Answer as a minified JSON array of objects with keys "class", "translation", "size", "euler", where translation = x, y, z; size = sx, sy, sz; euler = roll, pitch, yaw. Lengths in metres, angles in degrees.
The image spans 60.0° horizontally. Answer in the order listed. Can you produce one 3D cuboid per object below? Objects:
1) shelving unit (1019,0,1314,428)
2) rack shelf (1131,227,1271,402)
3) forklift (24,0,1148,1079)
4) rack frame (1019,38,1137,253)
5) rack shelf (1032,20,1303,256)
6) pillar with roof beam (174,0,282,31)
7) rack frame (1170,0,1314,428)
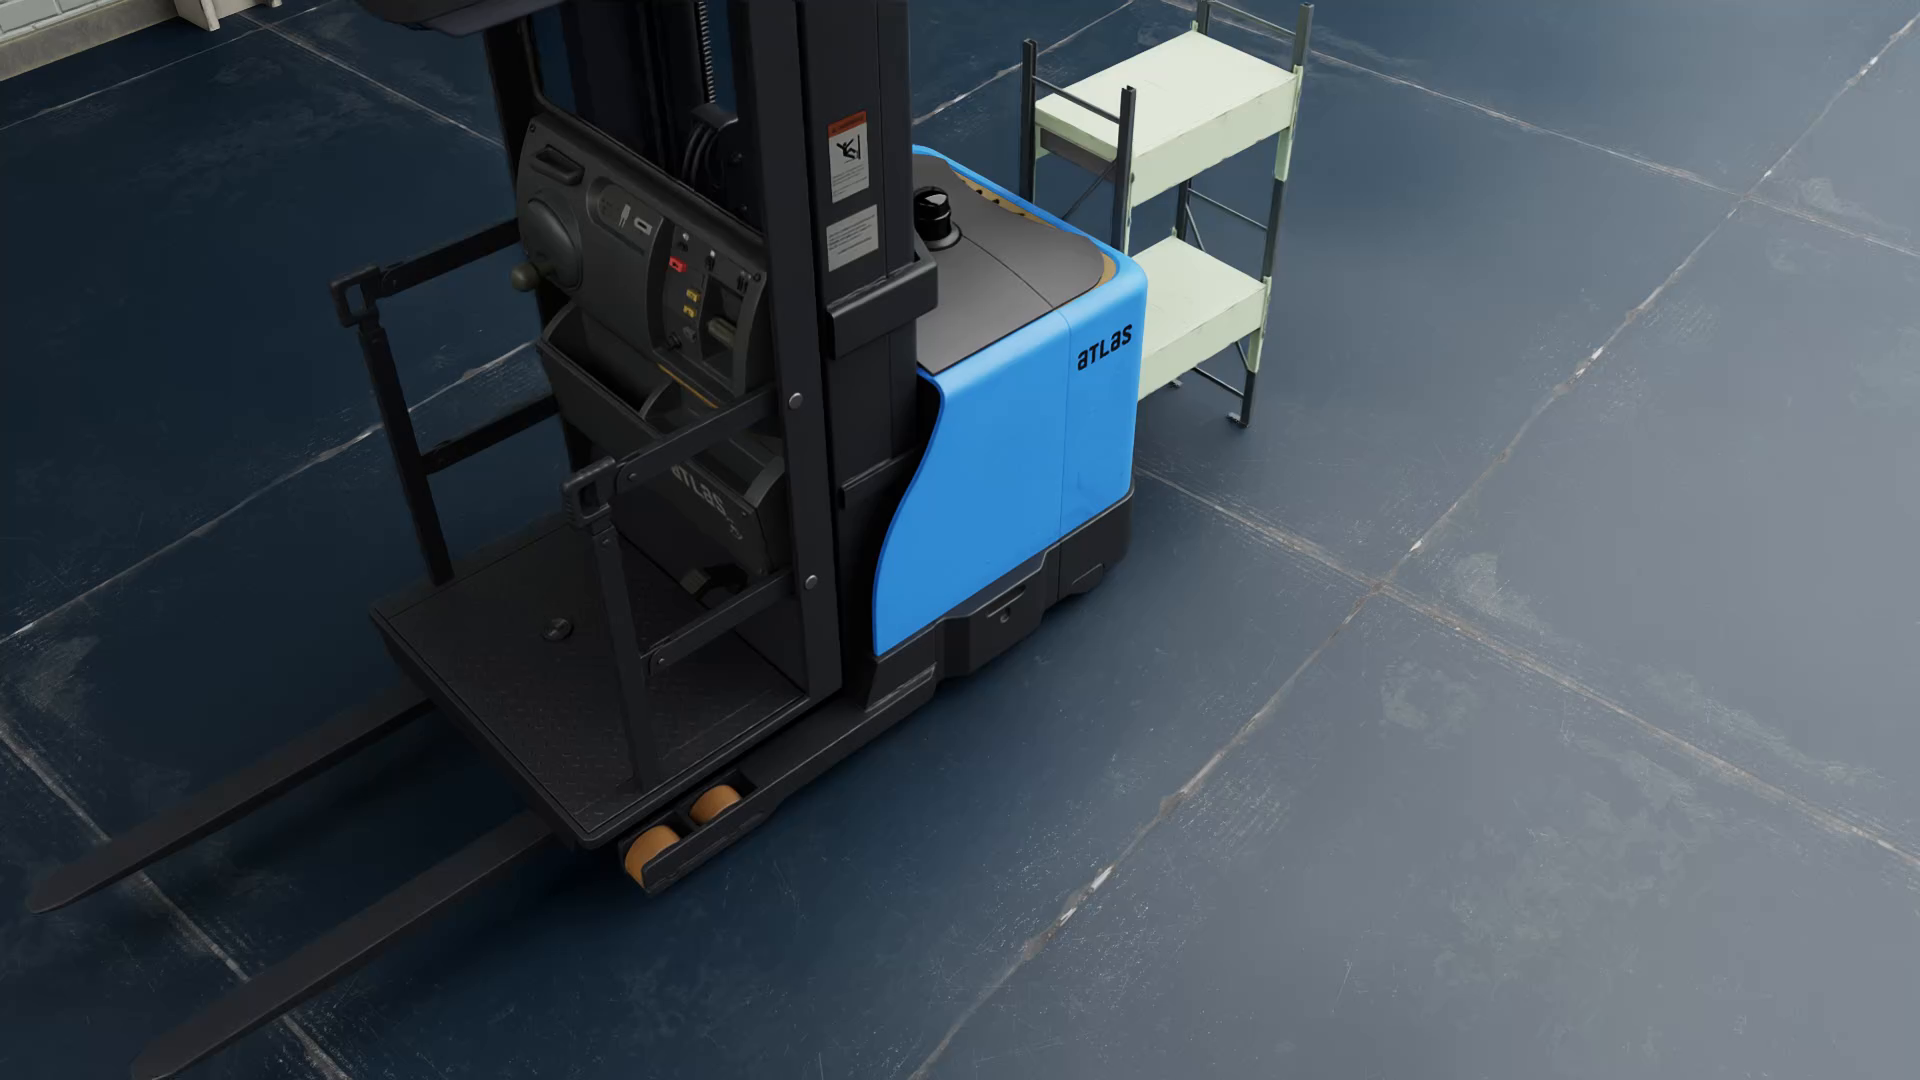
[{"class":"shelving unit","translation":[0.583,-0.873,5.095],"size":[0.755,1.500,0.431],"euler":[-32,51,-30]},{"class":"rack shelf","translation":[0.583,-0.632,5.315],"size":[0.720,0.370,0.431],"euler":[-32,51,-30]},{"class":"forklift","translation":[-0.900,-0.587,3.717],"size":[3.031,2.935,1.130],"euler":[-32,51,-30]},{"class":"rack frame","translation":[0.315,-0.706,4.911],"size":[0.023,1.500,0.400],"euler":[-32,51,-30]},{"class":"rack shelf","translation":[0.583,-1.162,4.833],"size":[0.720,0.370,0.431],"euler":[-32,51,-30]},{"class":"pillar with roof beam","translation":[-0.263,-4.053,3.018],"size":[9.100,9.000,0.400],"euler":[29,50,28]},{"class":"rack frame","translation":[0.852,-1.040,5.279],"size":[0.023,1.500,0.400],"euler":[-32,51,-30]}]
